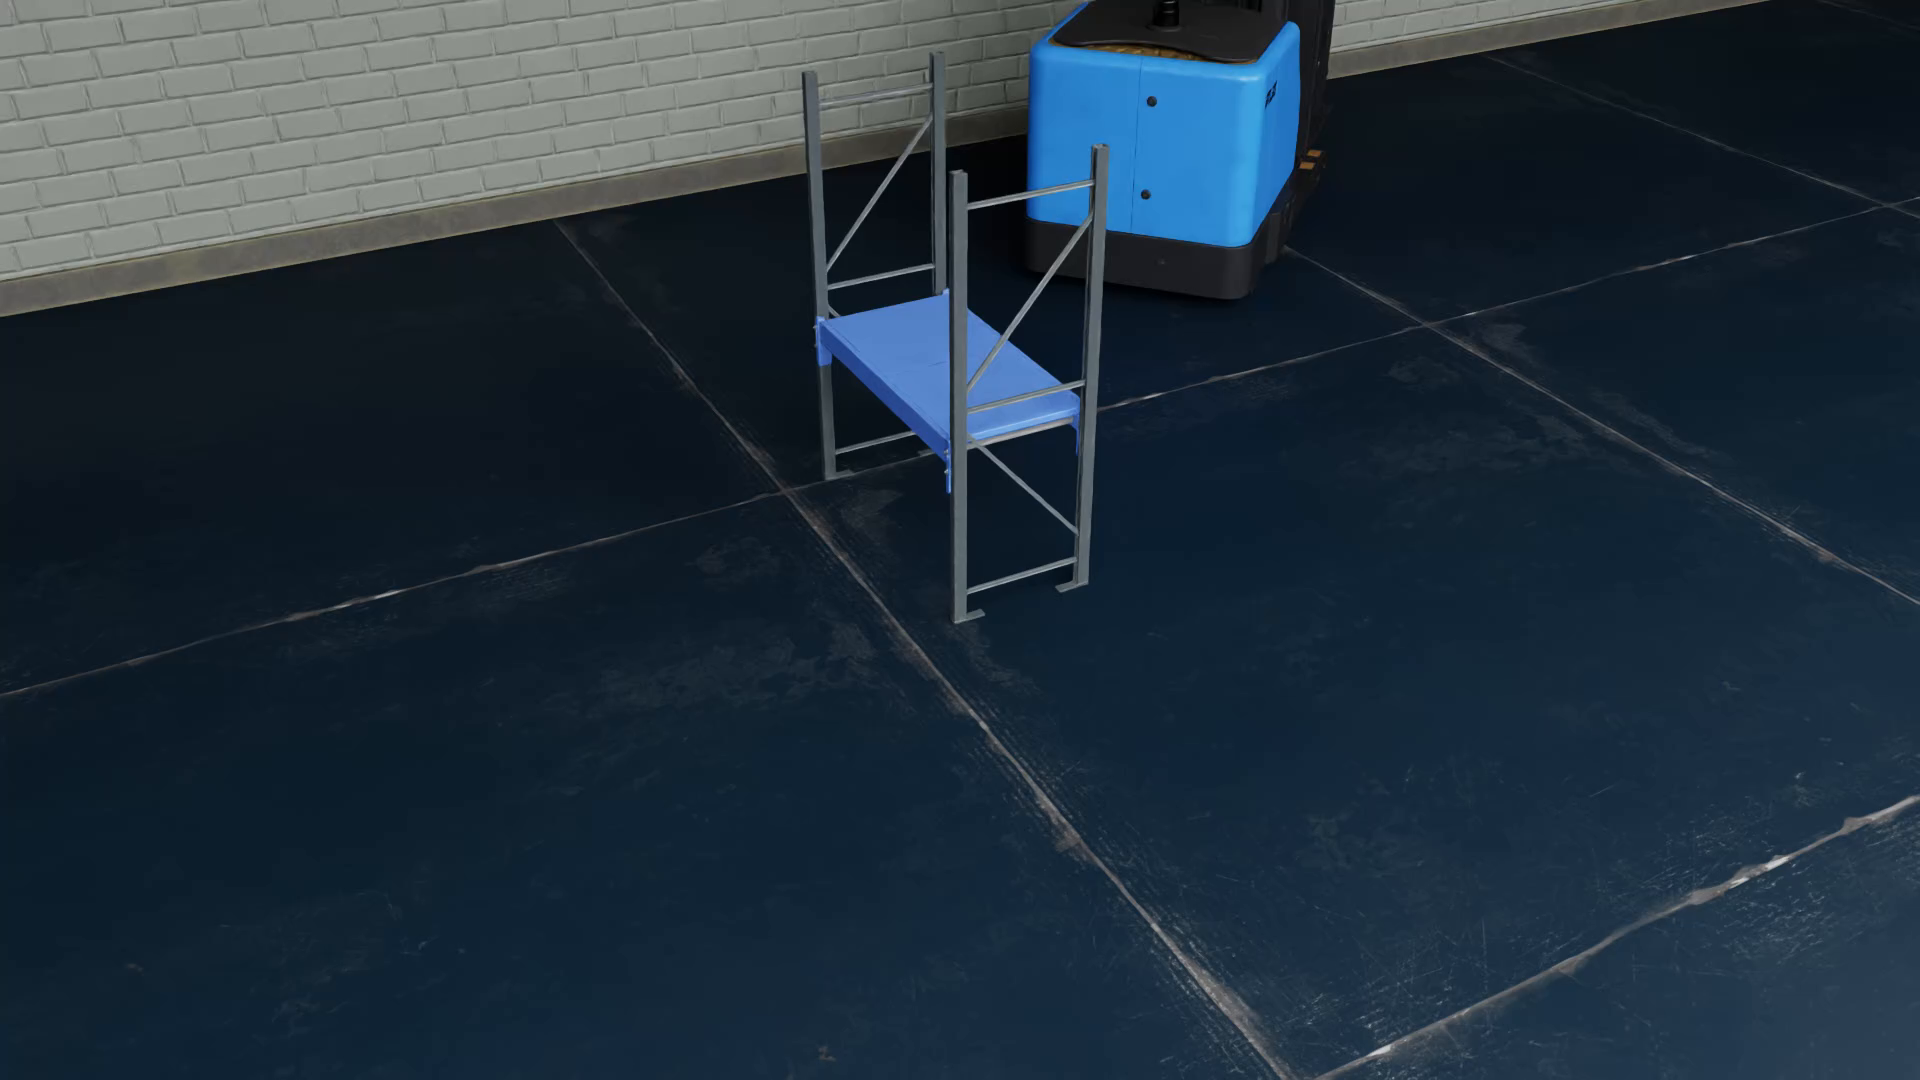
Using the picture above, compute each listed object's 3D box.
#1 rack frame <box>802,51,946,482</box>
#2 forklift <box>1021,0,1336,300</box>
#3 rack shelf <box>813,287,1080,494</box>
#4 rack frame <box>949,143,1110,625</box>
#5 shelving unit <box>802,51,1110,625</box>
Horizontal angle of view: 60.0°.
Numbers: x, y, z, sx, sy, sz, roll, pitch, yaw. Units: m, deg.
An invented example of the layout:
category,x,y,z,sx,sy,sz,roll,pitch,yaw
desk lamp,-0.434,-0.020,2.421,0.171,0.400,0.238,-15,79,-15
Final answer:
category,x,y,z,sx,sy,sz,roll,pitch,yaw
rack frame,-0.277,-0.915,5.788,0.500,1.500,0.032,-16,36,-23
forklift,1.272,-3.069,7.823,1.130,2.935,3.031,11,34,17
rack shelf,-0.040,-0.521,5.506,0.538,0.185,1.000,-16,36,-23
rack frame,0.197,-0.430,5.030,0.500,1.500,0.032,-16,36,-23
shelving unit,-0.040,-0.672,5.409,0.538,1.500,1.048,-16,36,-23
